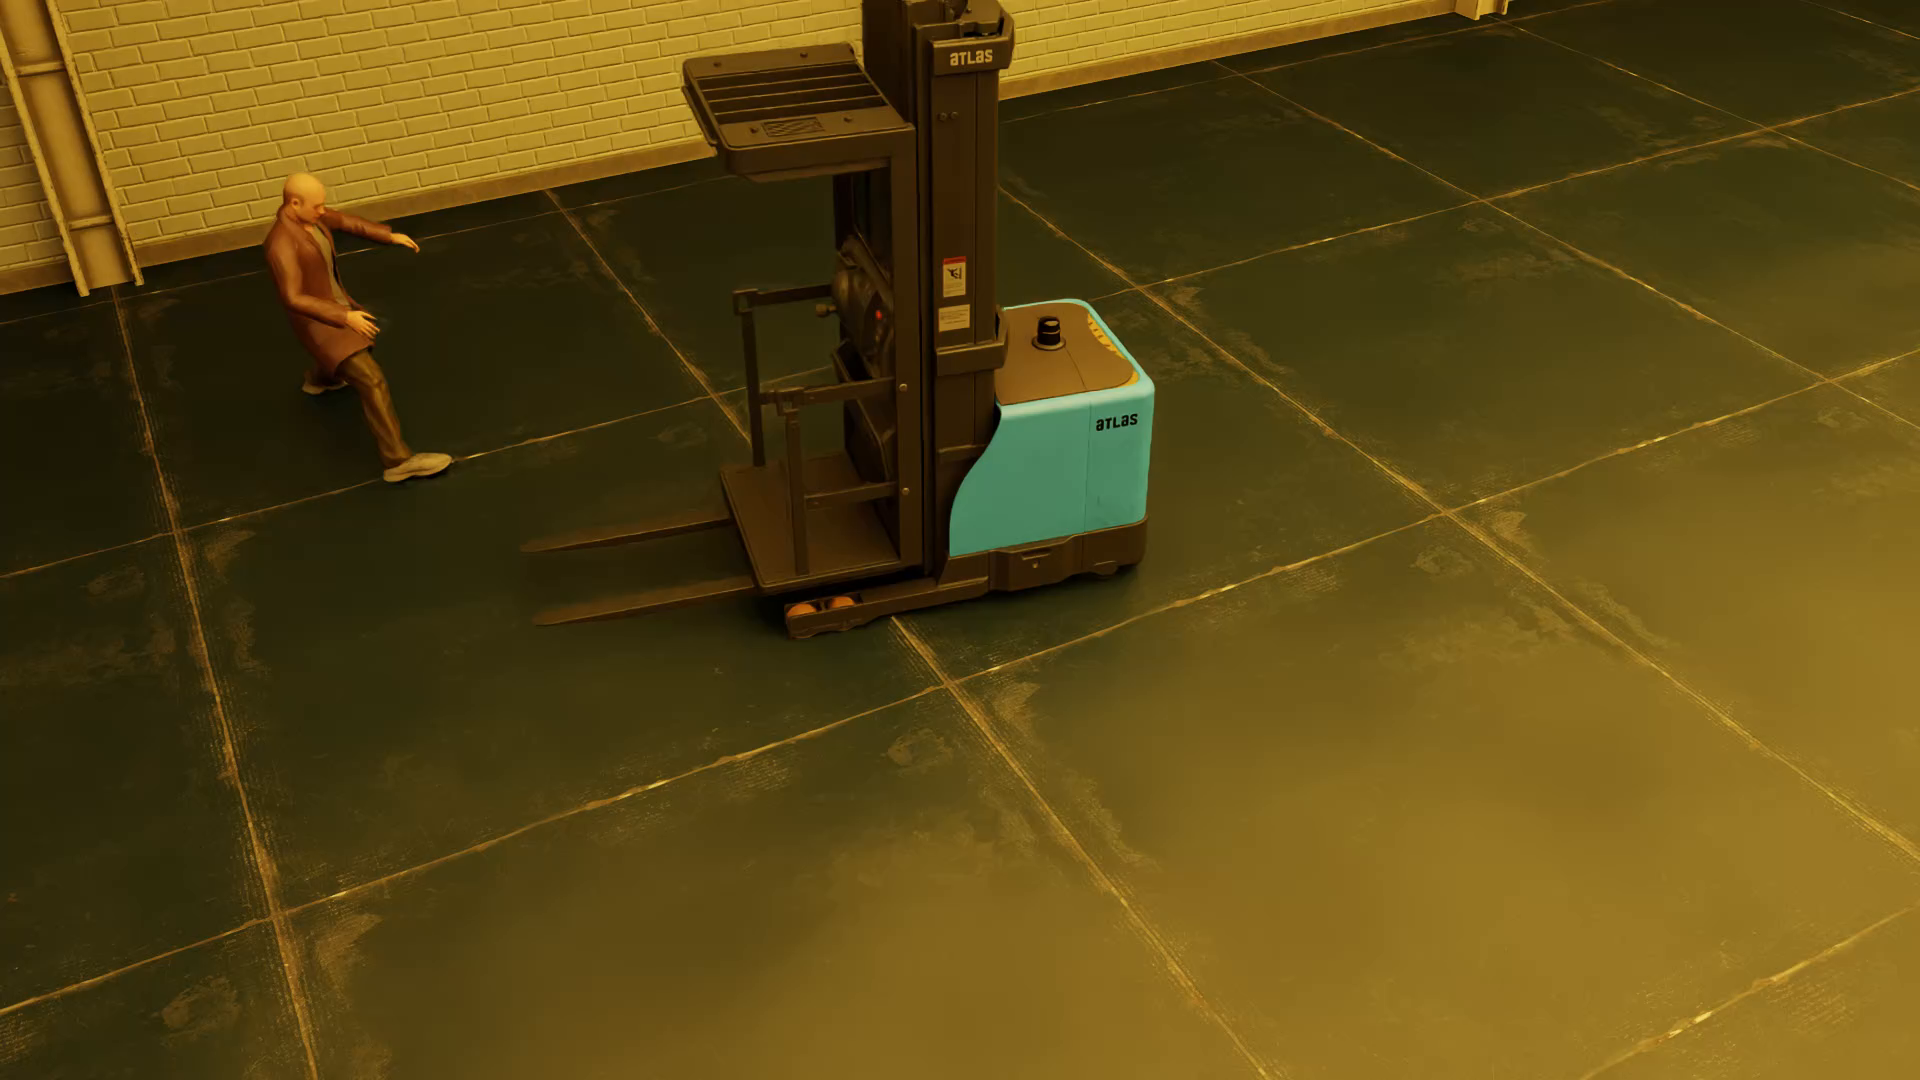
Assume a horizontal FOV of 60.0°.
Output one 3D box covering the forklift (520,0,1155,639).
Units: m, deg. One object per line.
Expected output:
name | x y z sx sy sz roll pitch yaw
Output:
forklift | -0.636 -1.065 7.629 3.031 2.935 1.130 -10 37 -14

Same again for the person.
person | -3.340 -1.282 9.136 1.049 1.588 1.213 -1 35 -1
